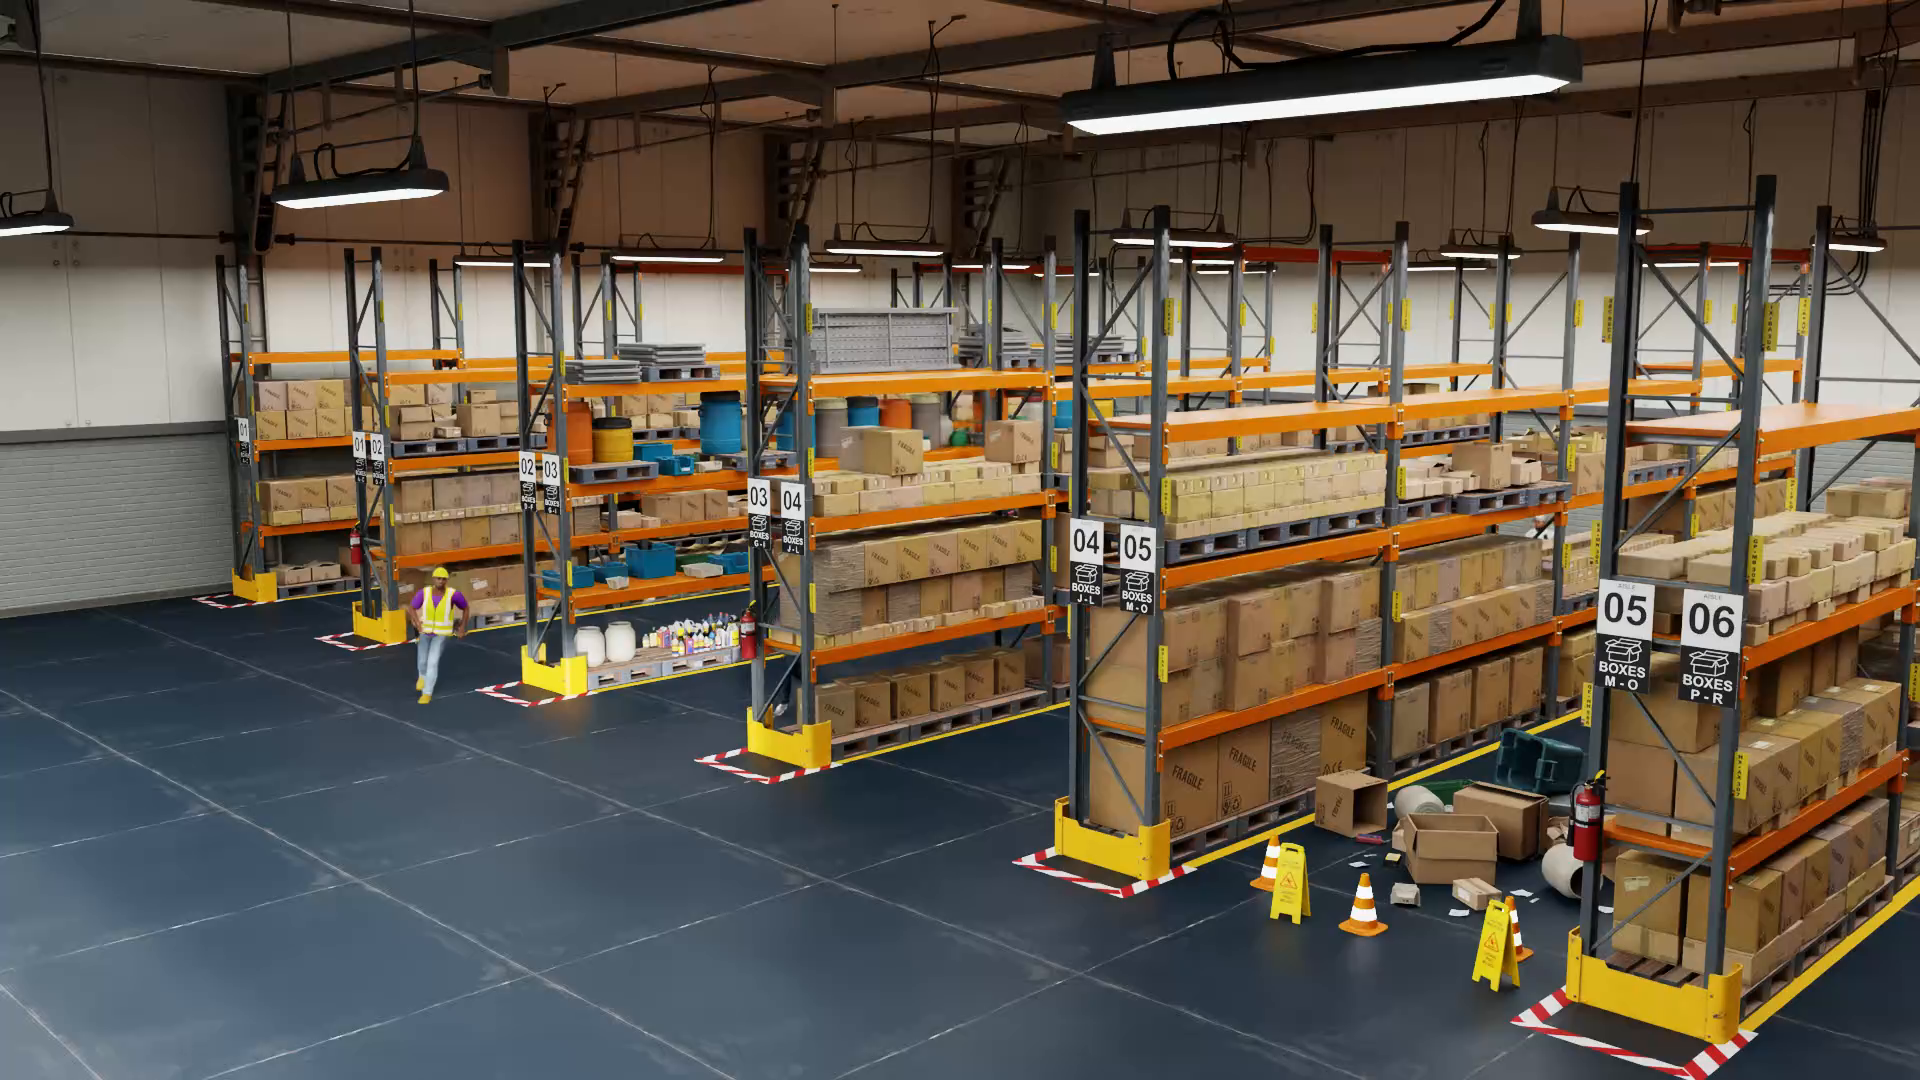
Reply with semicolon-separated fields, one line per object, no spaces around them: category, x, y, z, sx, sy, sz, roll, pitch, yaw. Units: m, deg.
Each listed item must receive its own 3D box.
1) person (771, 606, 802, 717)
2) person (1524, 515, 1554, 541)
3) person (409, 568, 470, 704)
person;-2.134;1.374;21.127;0.526;1.620;0.787;8;11;43
person;9.811;0.392;28.212;0.635;1.626;0.507;4;9;28
person;-6.843;1.218;21.847;0.766;1.737;0.861;-1;8;-7
